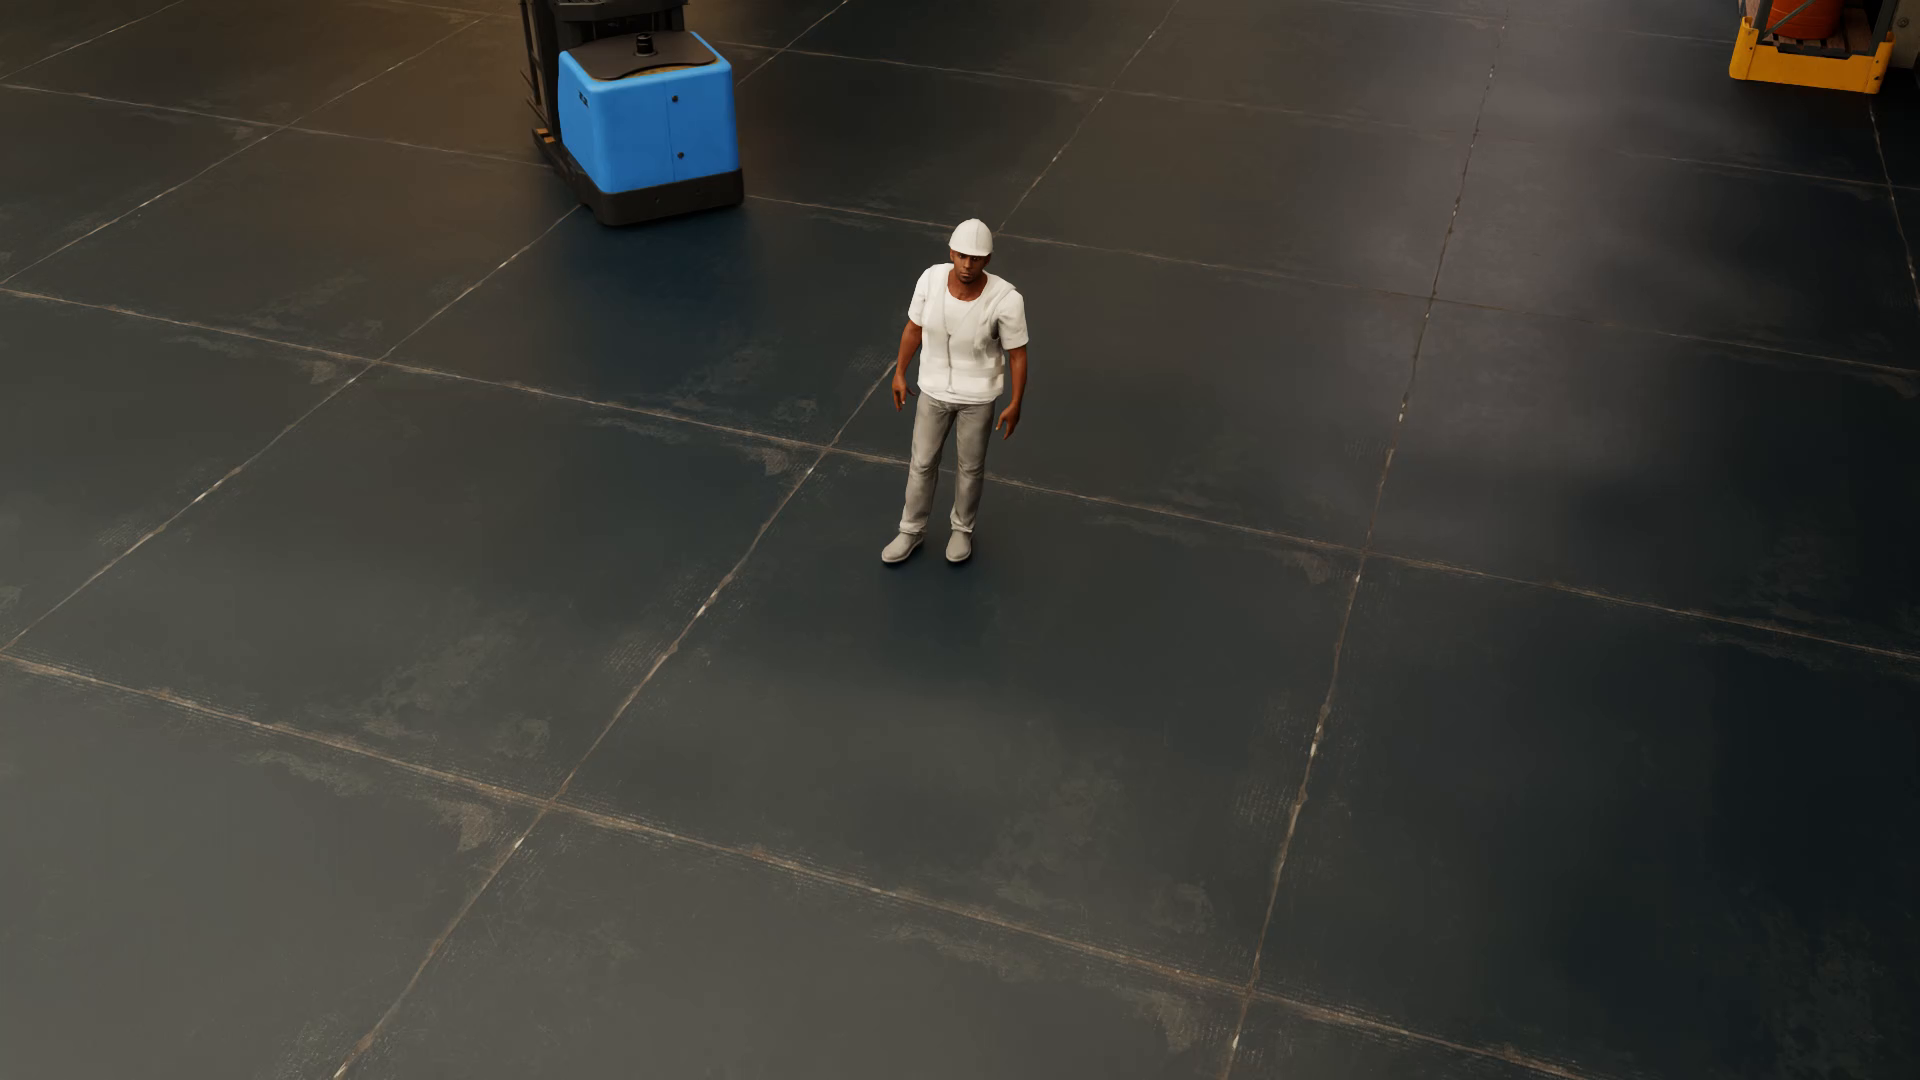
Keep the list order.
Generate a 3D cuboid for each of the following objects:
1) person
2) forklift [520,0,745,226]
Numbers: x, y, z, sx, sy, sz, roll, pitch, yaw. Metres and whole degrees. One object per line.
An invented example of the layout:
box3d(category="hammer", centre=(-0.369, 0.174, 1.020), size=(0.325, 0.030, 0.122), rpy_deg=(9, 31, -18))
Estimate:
box3d(category="person", centre=(-0.029, -0.690, 8.078), size=(0.665, 1.765, 0.577), rpy_deg=(12, 37, 16))
box3d(category="forklift", centre=(-2.664, -4.227, 12.072), size=(1.130, 2.935, 3.031), rpy_deg=(-16, 38, -21))
